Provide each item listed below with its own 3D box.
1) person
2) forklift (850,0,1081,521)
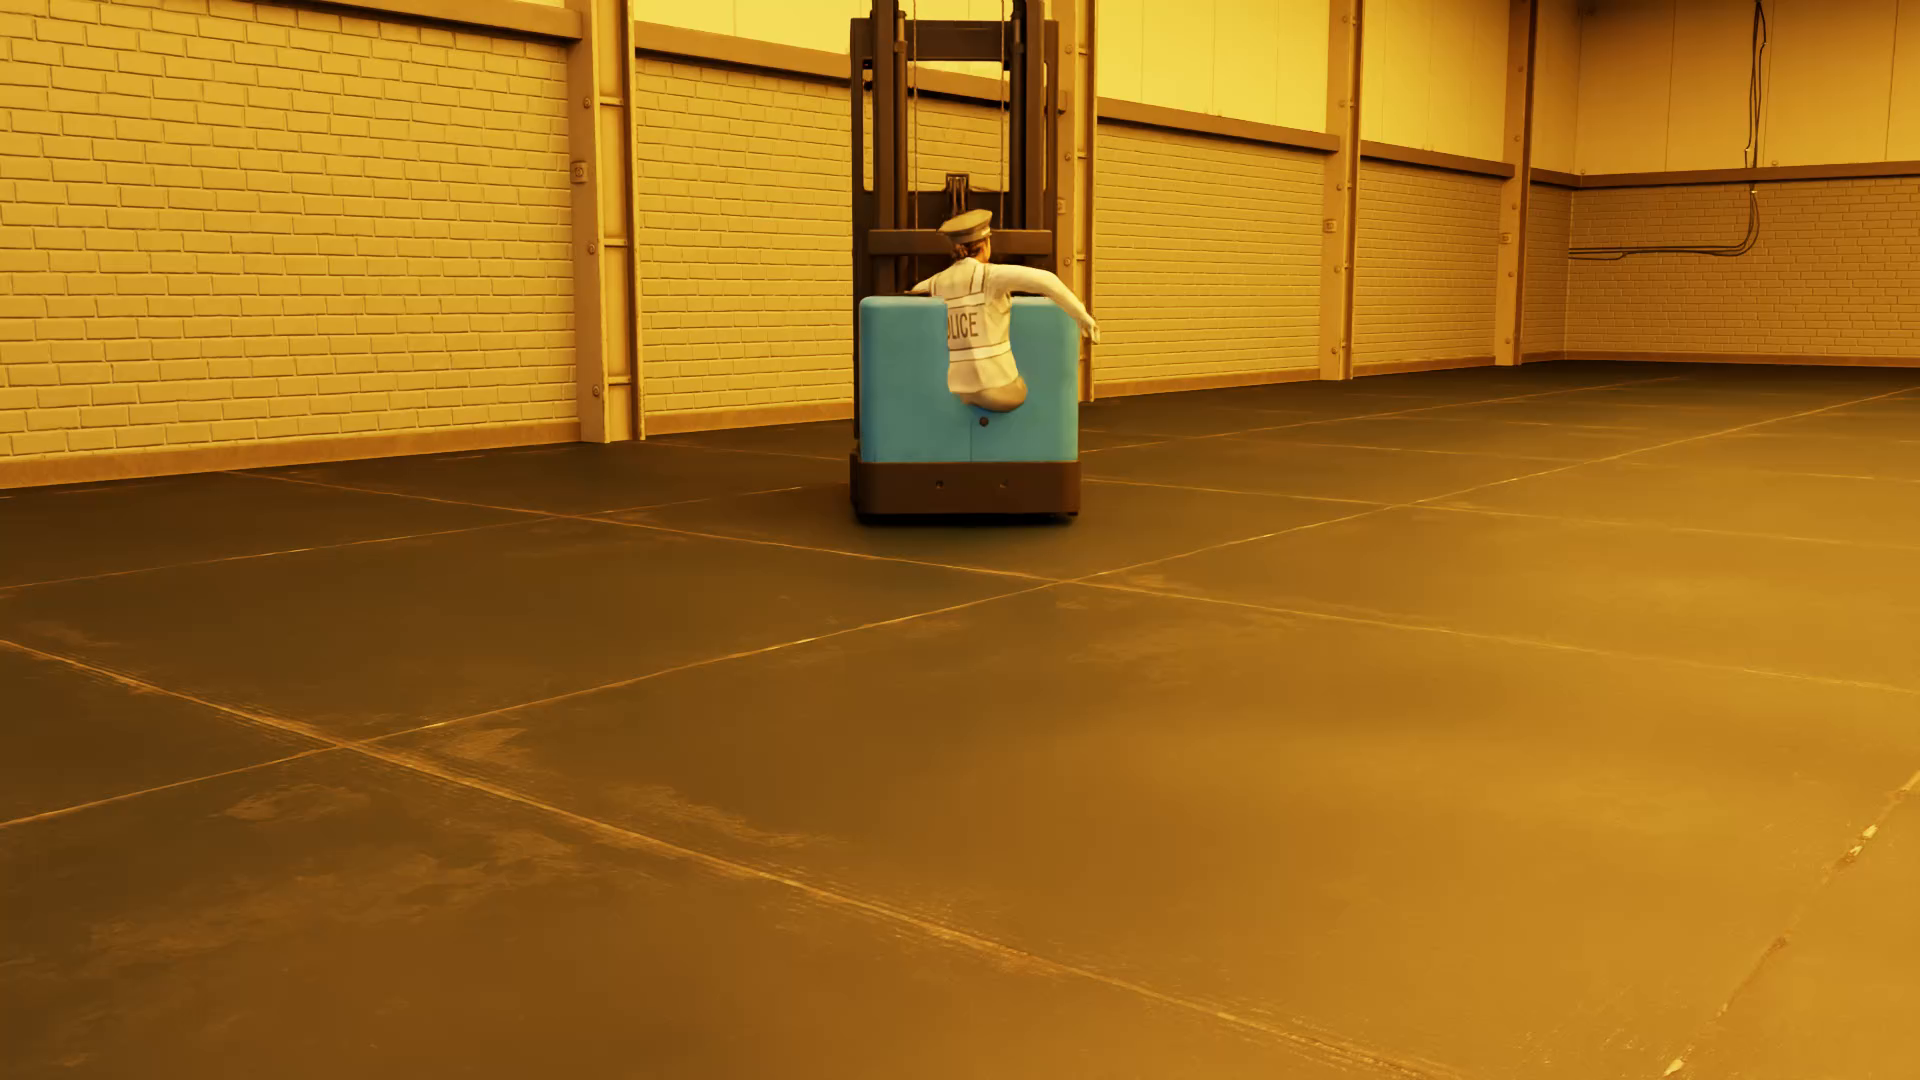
[{"bbox_3d":[0.241,-0.821,7.905,1.041,1.469,0.780,6,10,37],"label":"person"},{"bbox_3d":[-0.046,-1.721,9.045,1.130,2.935,3.031,-1,8,-4],"label":"forklift"}]
